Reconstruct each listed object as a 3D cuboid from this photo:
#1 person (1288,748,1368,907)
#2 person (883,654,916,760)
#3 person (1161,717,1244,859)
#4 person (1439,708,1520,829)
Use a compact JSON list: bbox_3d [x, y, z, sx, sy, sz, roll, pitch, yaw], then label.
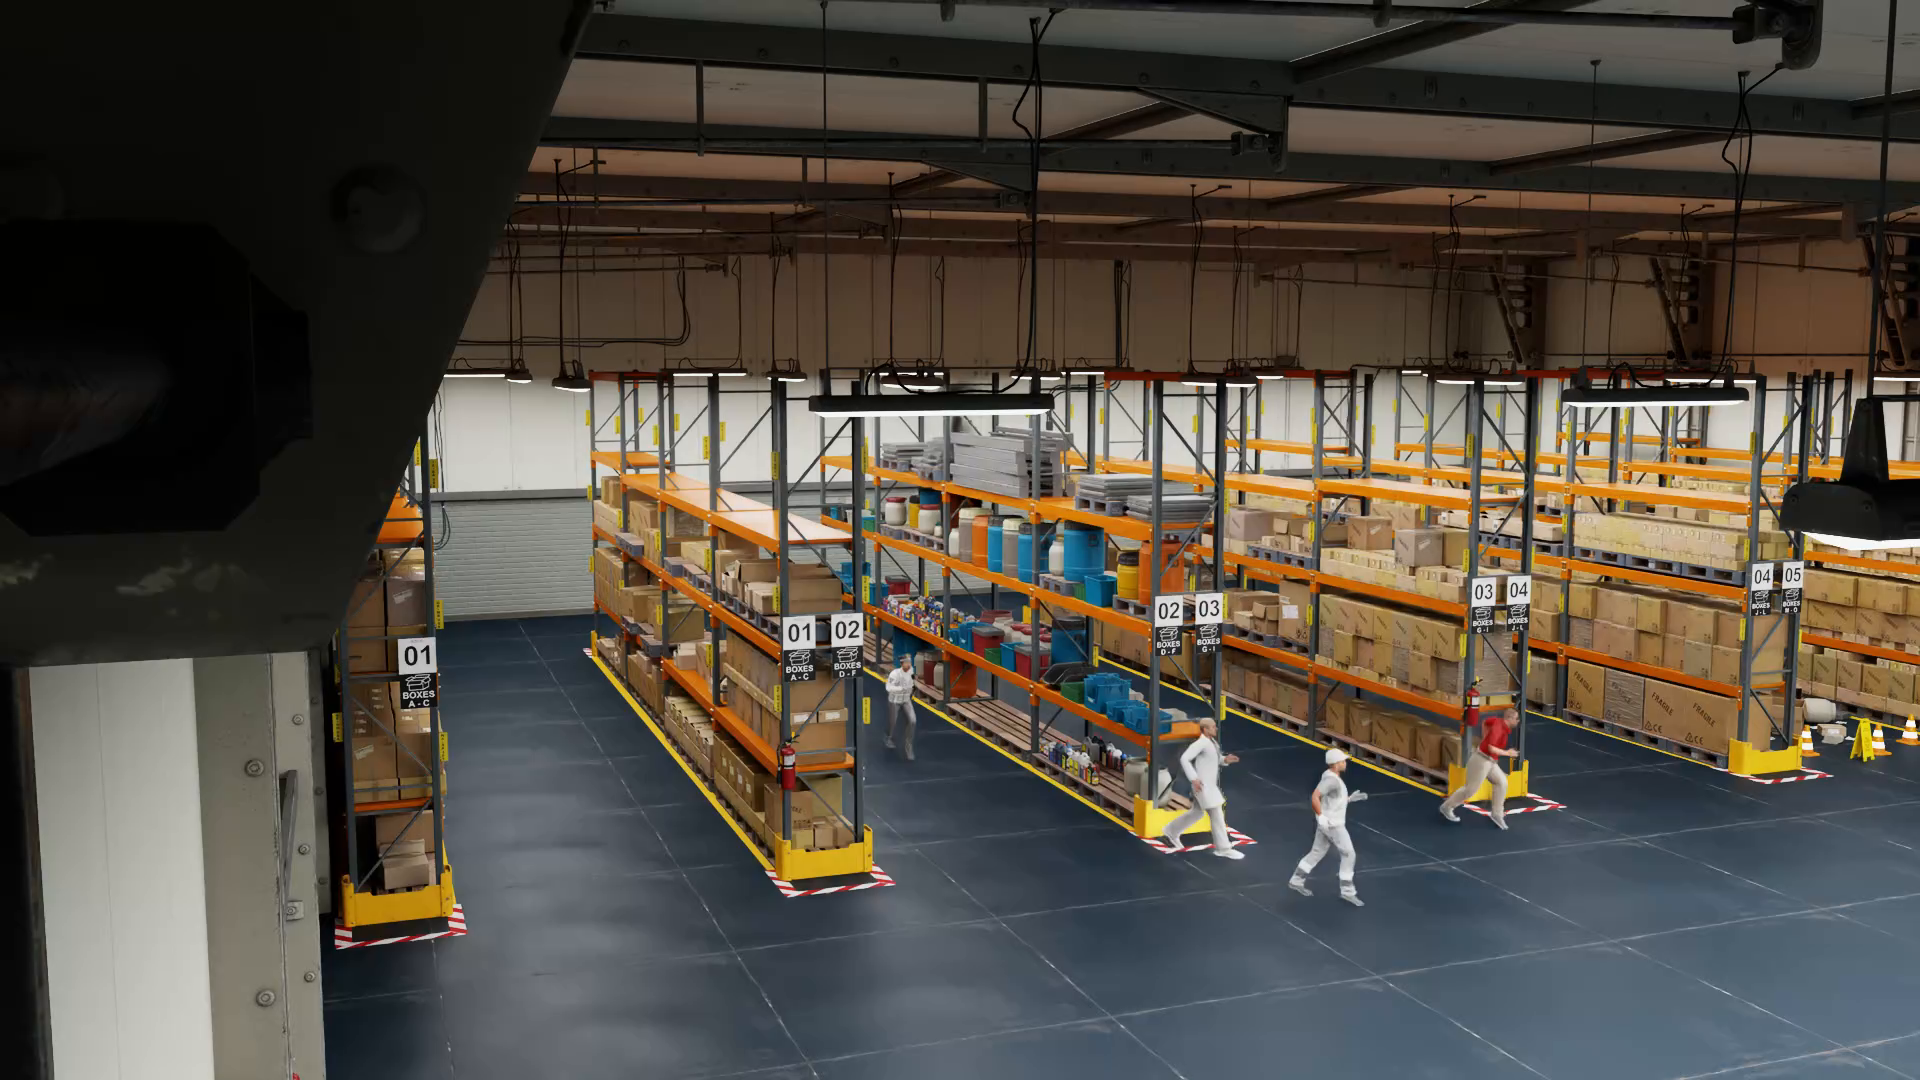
[{"bbox_3d":[4.242,3.299,19.110,0.895,1.835,0.650,0,6,2],"label":"person"},{"bbox_3d":[-0.972,2.588,26.280,0.604,1.701,0.912,-3,7,-28],"label":"person"},{"bbox_3d":[3.046,3.089,20.861,1.063,1.767,0.701,2,7,15],"label":"person"},{"bbox_3d":[6.982,3.066,22.353,1.014,1.696,0.707,2,7,21],"label":"person"}]
